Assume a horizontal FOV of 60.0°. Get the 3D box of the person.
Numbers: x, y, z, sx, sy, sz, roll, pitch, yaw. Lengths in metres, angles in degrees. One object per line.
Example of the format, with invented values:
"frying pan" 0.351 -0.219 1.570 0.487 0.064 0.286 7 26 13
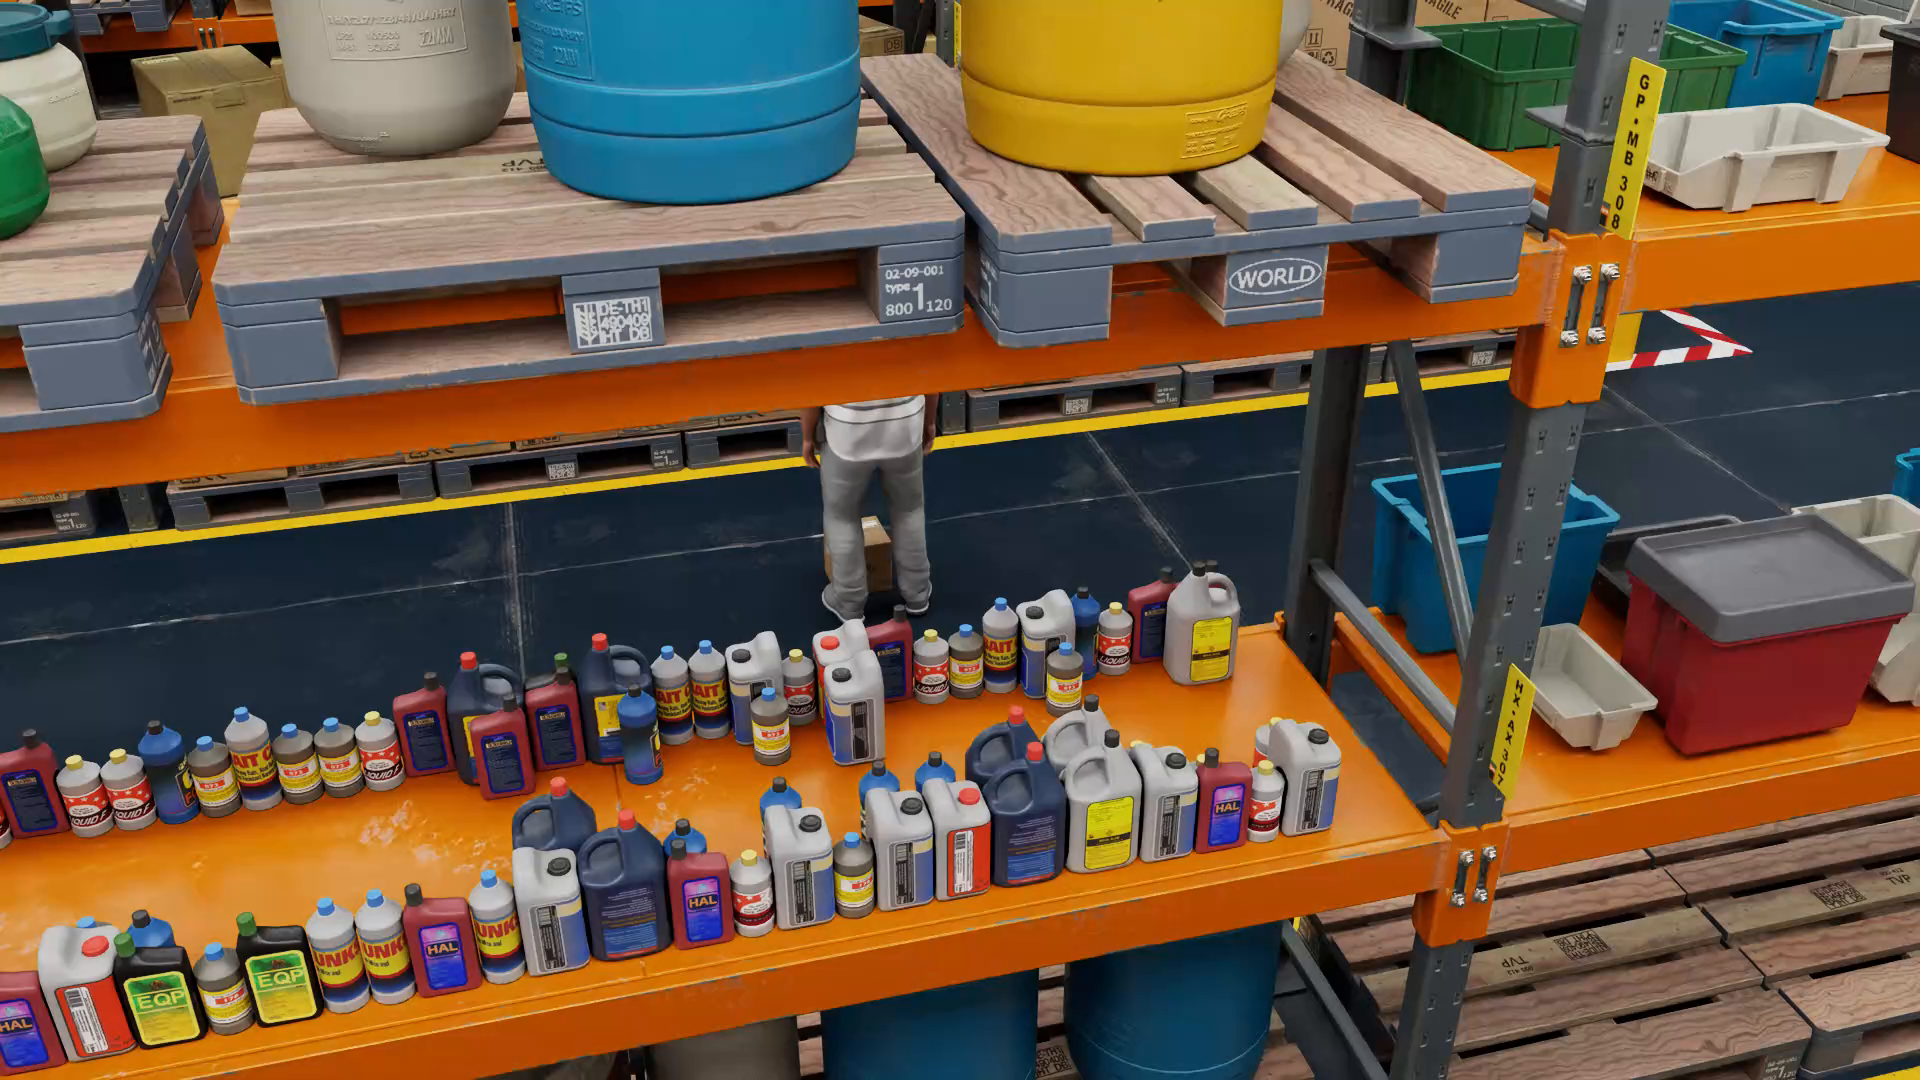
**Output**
"person" -0.370 -0.443 6.888 0.584 1.747 0.437 -8 31 -14
